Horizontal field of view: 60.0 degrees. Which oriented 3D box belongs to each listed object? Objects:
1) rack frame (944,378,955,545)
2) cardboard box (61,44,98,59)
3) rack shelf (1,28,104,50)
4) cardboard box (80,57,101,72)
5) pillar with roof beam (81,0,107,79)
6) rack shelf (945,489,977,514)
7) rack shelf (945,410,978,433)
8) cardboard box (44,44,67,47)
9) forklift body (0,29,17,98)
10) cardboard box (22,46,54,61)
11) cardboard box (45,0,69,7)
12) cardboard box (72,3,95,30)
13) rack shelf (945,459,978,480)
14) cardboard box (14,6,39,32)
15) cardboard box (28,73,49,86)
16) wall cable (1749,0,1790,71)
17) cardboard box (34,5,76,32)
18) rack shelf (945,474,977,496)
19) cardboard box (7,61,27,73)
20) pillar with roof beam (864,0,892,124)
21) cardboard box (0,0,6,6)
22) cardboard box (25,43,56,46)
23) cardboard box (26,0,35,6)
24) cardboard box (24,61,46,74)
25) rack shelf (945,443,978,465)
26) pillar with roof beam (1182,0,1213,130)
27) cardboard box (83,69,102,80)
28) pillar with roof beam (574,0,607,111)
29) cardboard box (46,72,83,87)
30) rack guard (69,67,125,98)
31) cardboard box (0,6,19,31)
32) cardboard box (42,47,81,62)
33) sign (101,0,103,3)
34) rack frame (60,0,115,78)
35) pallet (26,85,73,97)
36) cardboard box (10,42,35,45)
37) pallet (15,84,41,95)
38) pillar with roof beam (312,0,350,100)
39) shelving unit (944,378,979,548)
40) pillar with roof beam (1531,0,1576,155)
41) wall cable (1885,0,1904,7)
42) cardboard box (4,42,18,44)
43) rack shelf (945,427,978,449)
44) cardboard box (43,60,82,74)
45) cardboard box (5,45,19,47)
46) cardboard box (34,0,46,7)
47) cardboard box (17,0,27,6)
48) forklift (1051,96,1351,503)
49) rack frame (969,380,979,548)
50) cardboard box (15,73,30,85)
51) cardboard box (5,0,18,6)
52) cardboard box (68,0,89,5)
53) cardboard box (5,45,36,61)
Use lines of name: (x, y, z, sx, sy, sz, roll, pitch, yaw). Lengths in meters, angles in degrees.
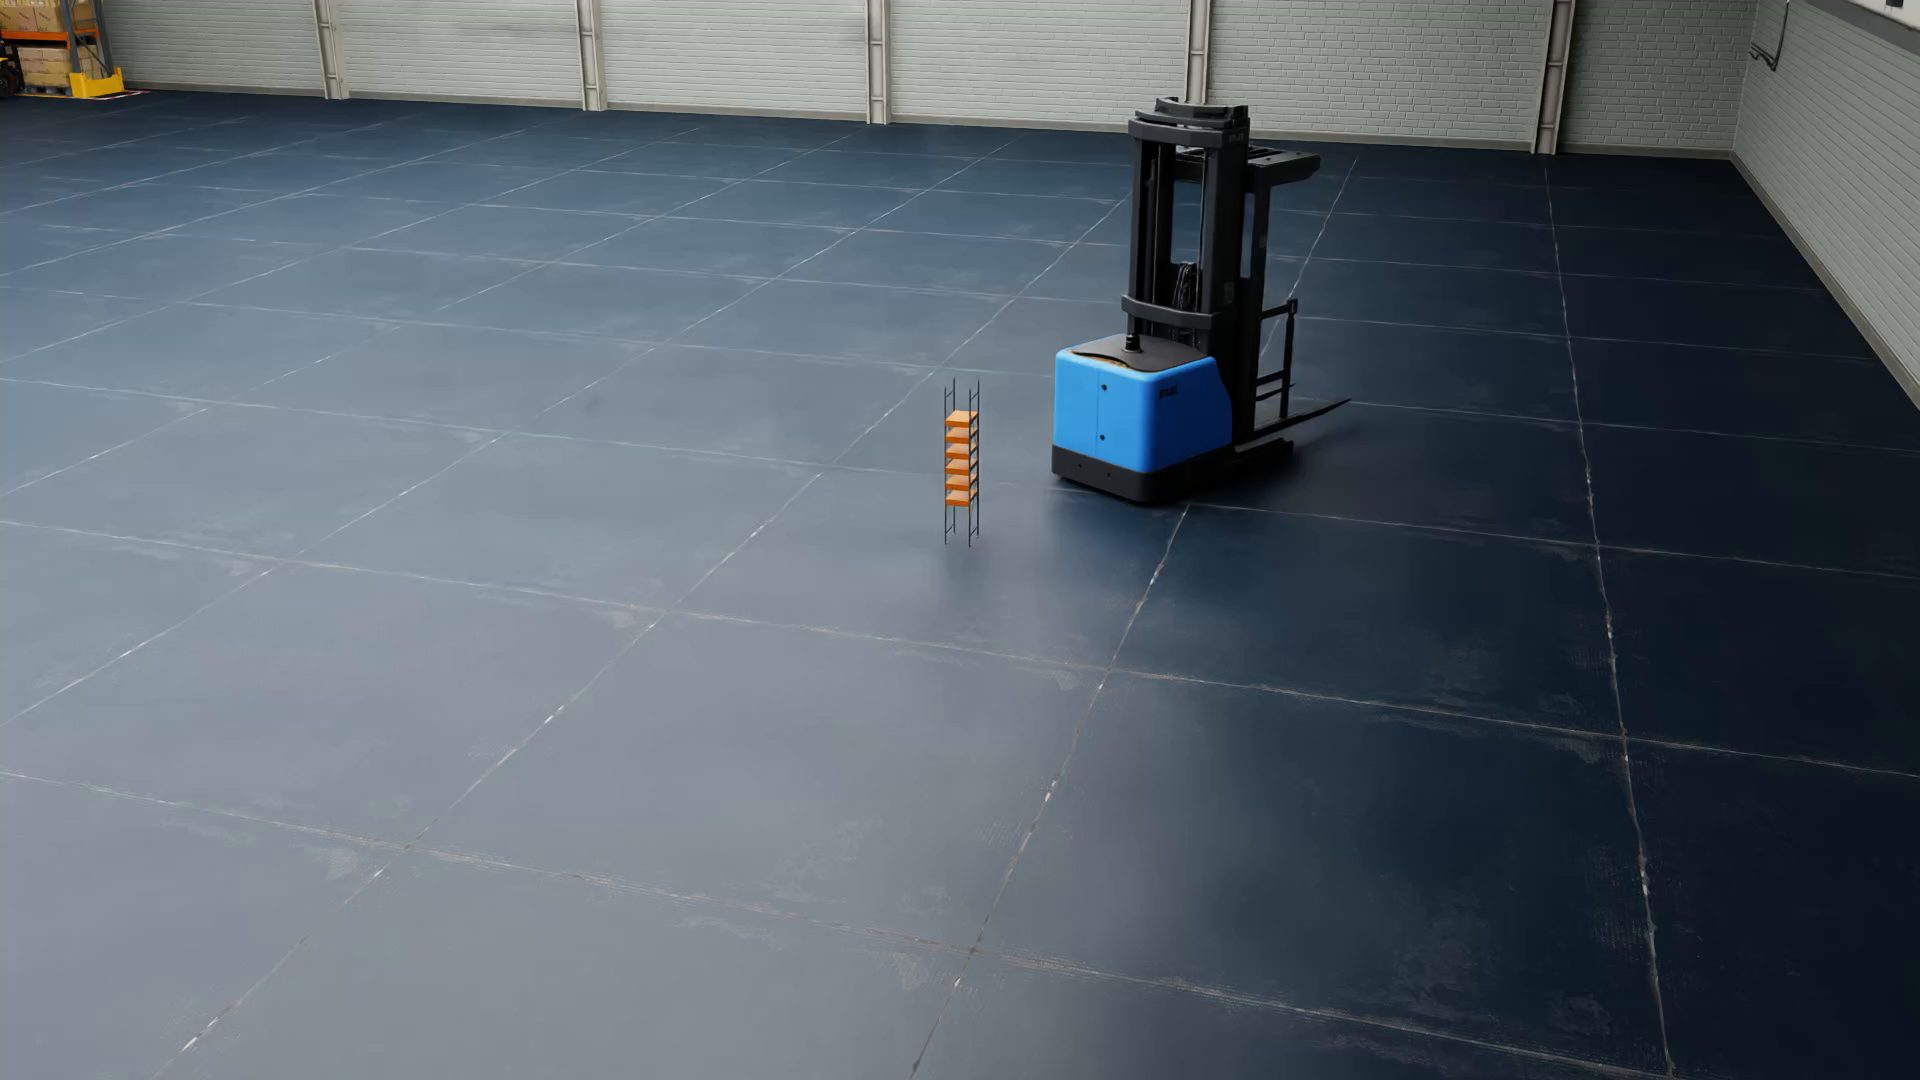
rack frame: (-0.074, -0.564, 12.063, 0.006, 1.200, 0.240, 7, 23, 15)
cardboard box: (-18.765, -10.395, 35.411, 0.500, 0.250, 0.500, 6, 23, 15)
rack shelf: (-20.274, -10.775, 35.534, 4.000, 0.370, 1.077, 7, 23, 16)
cardboard box: (-18.750, -10.169, 35.520, 0.500, 0.250, 0.500, 7, 23, 16)
pillar with roof beam: (-20.009, -12.504, 30.896, 0.400, 9.000, 9.100, 7, 23, 16)
rack shelf: (0.014, -0.290, 12.146, 0.180, 0.103, 0.258, 7, 23, 15)
rack shelf: (0.014, -0.845, 11.919, 0.180, 0.103, 0.258, 7, 23, 15)
cardboard box: (-19.245, -10.448, 35.542, 0.500, 0.250, 0.500, 7, 23, 16)
forklift body: (-20.702, -10.041, 33.915, 1.214, 2.155, 2.313, 7, 23, 16)
cardboard box: (-19.381, -10.264, 35.093, 0.500, 0.250, 0.500, 7, 23, 16)
cardboard box: (-18.773, -11.171, 34.565, 0.250, 0.149, 0.380, 7, 23, 16)
cardboard box: (-18.754, -11.090, 35.222, 0.500, 0.500, 0.500, 7, 23, 17)
rack shelf: (0.014, -0.512, 12.055, 0.180, 0.103, 0.258, 7, 23, 15)
cardboard box: (-19.401, -10.954, 34.890, 0.500, 0.500, 0.500, 7, 23, 17)
cardboard box: (-19.374, -9.806, 35.292, 0.500, 0.250, 0.500, 7, 23, 15)
wall cable: (12.394, -8.539, 25.322, 0.112, 2.526, 3.097, 7, 23, 16)
cardboard box: (-18.907, -10.894, 34.743, 0.500, 0.500, 0.500, 6, 23, 14)
rack shelf: (0.014, -0.401, 12.101, 0.180, 0.103, 0.258, 7, 23, 15)
cardboard box: (-19.893, -10.090, 35.326, 0.500, 0.250, 0.500, 6, 23, 14)
pillar with roof beam: (-2.777, -10.531, 26.085, 0.400, 9.000, 9.100, 7, 23, 16)
cardboard box: (-20.008, -11.303, 34.887, 0.250, 0.149, 0.380, 7, 23, 16)
cardboard box: (-19.720, -10.507, 35.685, 0.500, 0.250, 0.500, 6, 23, 15)
cardboard box: (-19.257, -11.239, 34.731, 0.250, 0.149, 0.380, 7, 23, 17)
cardboard box: (-19.393, -10.041, 35.207, 0.500, 0.250, 0.500, 6, 23, 15)
rack shelf: (0.014, -0.623, 12.010, 0.180, 0.103, 0.258, 7, 23, 15)
pillar with roof beam: (2.967, -9.873, 24.482, 0.400, 9.000, 9.100, 7, 23, 16)
cardboard box: (-18.773, -9.936, 35.610, 0.500, 0.250, 0.500, 7, 23, 16)
pillar with roof beam: (-8.521, -11.189, 27.689, 0.400, 9.000, 9.100, 7, 23, 16)
cardboard box: (-18.901, -9.748, 35.151, 0.500, 0.250, 0.500, 7, 23, 16)
rack guard: (-18.337, -9.730, 35.331, 0.348, 0.500, 1.175, 7, 23, 16)
cardboard box: (-19.891, -11.010, 35.026, 0.500, 0.500, 0.500, 6, 23, 14)
cardboard box: (-18.891, -10.211, 34.962, 0.500, 0.250, 0.500, 7, 23, 17)
sign: (-18.194, -11.527, 35.174, 0.005, 0.325, 0.100, 7, 23, 16)
rack frame: (-18.360, -10.889, 34.863, 0.127, 3.000, 1.000, 7, 23, 16)
pallet: (-19.104, -9.667, 35.559, 1.213, 0.211, 1.003, 7, 23, 16)
cardboard box: (-20.209, -10.566, 35.828, 0.500, 0.250, 0.500, 6, 23, 14)
pallet: (-20.268, -9.802, 35.887, 1.213, 0.211, 1.003, 7, 23, 15)
pillar with roof beam: (-14.265, -11.846, 29.292, 0.400, 9.000, 9.100, 7, 23, 16)
shelving unit: (0.014, -0.554, 12.038, 0.189, 1.200, 0.258, 7, 23, 15)
pillar with roof beam: (8.712, -9.215, 22.878, 0.400, 9.000, 9.100, 7, 23, 16)
wall cable: (9.636, -8.102, 15.683, 0.169, 6.003, 2.305, 7, 23, 16)
cardboard box: (-20.692, -10.618, 35.955, 0.500, 0.250, 0.500, 7, 23, 16)
rack shelf: (0.014, -0.734, 11.964, 0.180, 0.103, 0.258, 7, 23, 15)
cardboard box: (-18.916, -9.982, 35.063, 0.500, 0.250, 0.500, 6, 23, 15)
cardboard box: (-20.350, -10.374, 35.362, 0.500, 0.250, 0.500, 6, 23, 14)
cardboard box: (-19.026, -11.189, 34.607, 0.250, 0.149, 0.380, 7, 23, 16)
cardboard box: (-19.491, -11.271, 34.807, 0.250, 0.149, 0.380, 6, 23, 15)
forklift: (2.149, -2.103, 13.535, 3.031, 2.935, 1.130, -20, 30, -40)
rack frame: (0.101, -0.544, 12.014, 0.006, 1.200, 0.240, 7, 23, 15)
cardboard box: (-19.851, -9.864, 35.434, 0.500, 0.250, 0.500, 7, 23, 16)
cardboard box: (-19.760, -11.283, 34.837, 0.250, 0.149, 0.380, 6, 23, 14)
cardboard box: (-18.610, -11.367, 35.041, 0.250, 0.149, 0.380, 6, 23, 14)
cardboard box: (-19.867, -10.316, 35.219, 0.500, 0.250, 0.500, 7, 23, 16)
